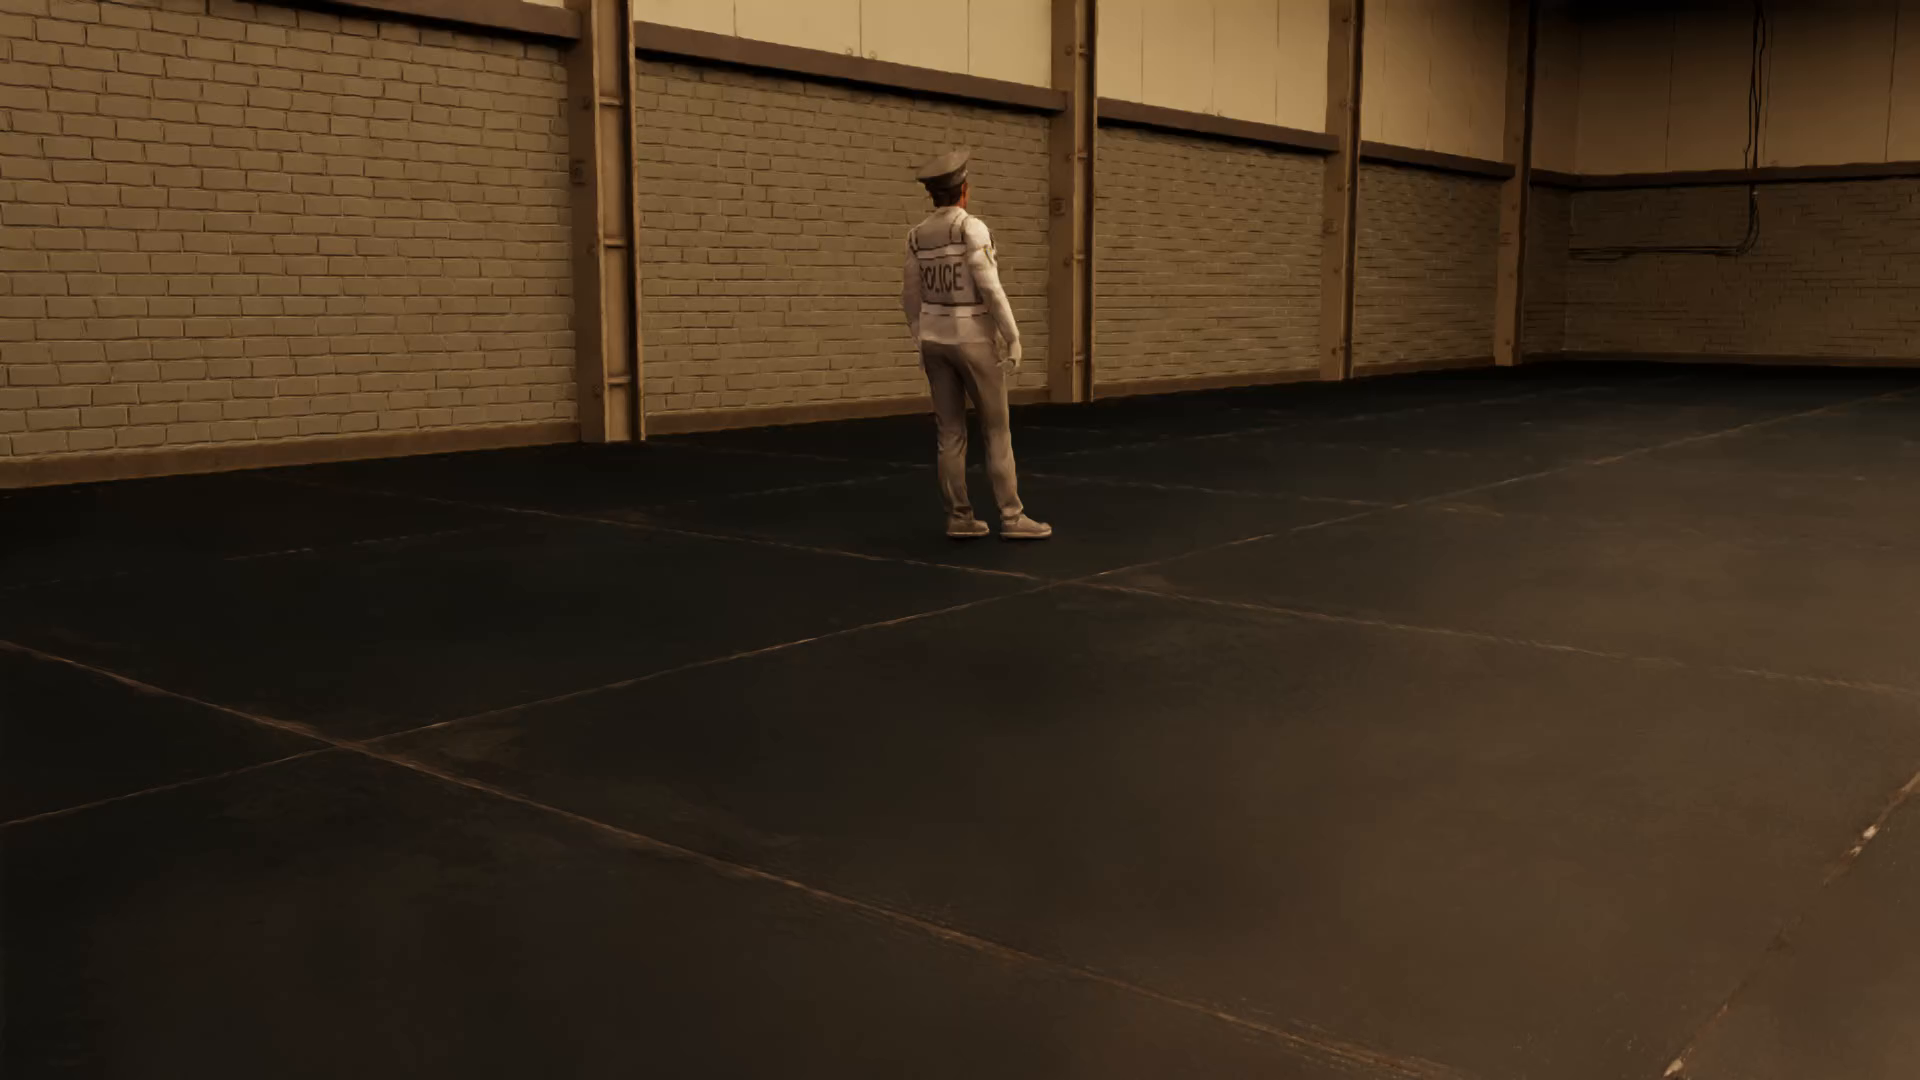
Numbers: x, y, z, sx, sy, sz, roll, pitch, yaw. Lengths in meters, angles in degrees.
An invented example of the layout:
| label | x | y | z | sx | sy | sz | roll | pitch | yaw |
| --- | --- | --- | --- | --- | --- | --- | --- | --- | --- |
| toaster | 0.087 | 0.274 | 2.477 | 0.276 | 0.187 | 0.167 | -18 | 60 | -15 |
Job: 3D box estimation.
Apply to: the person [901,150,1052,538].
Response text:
| label | x | y | z | sx | sy | sz | roll | pitch | yaw |
| --- | --- | --- | --- | --- | --- | --- | --- | --- | --- |
| person | 0.048 | -0.853 | 7.329 | 0.586 | 1.695 | 0.533 | 7 | 11 | 38 |
